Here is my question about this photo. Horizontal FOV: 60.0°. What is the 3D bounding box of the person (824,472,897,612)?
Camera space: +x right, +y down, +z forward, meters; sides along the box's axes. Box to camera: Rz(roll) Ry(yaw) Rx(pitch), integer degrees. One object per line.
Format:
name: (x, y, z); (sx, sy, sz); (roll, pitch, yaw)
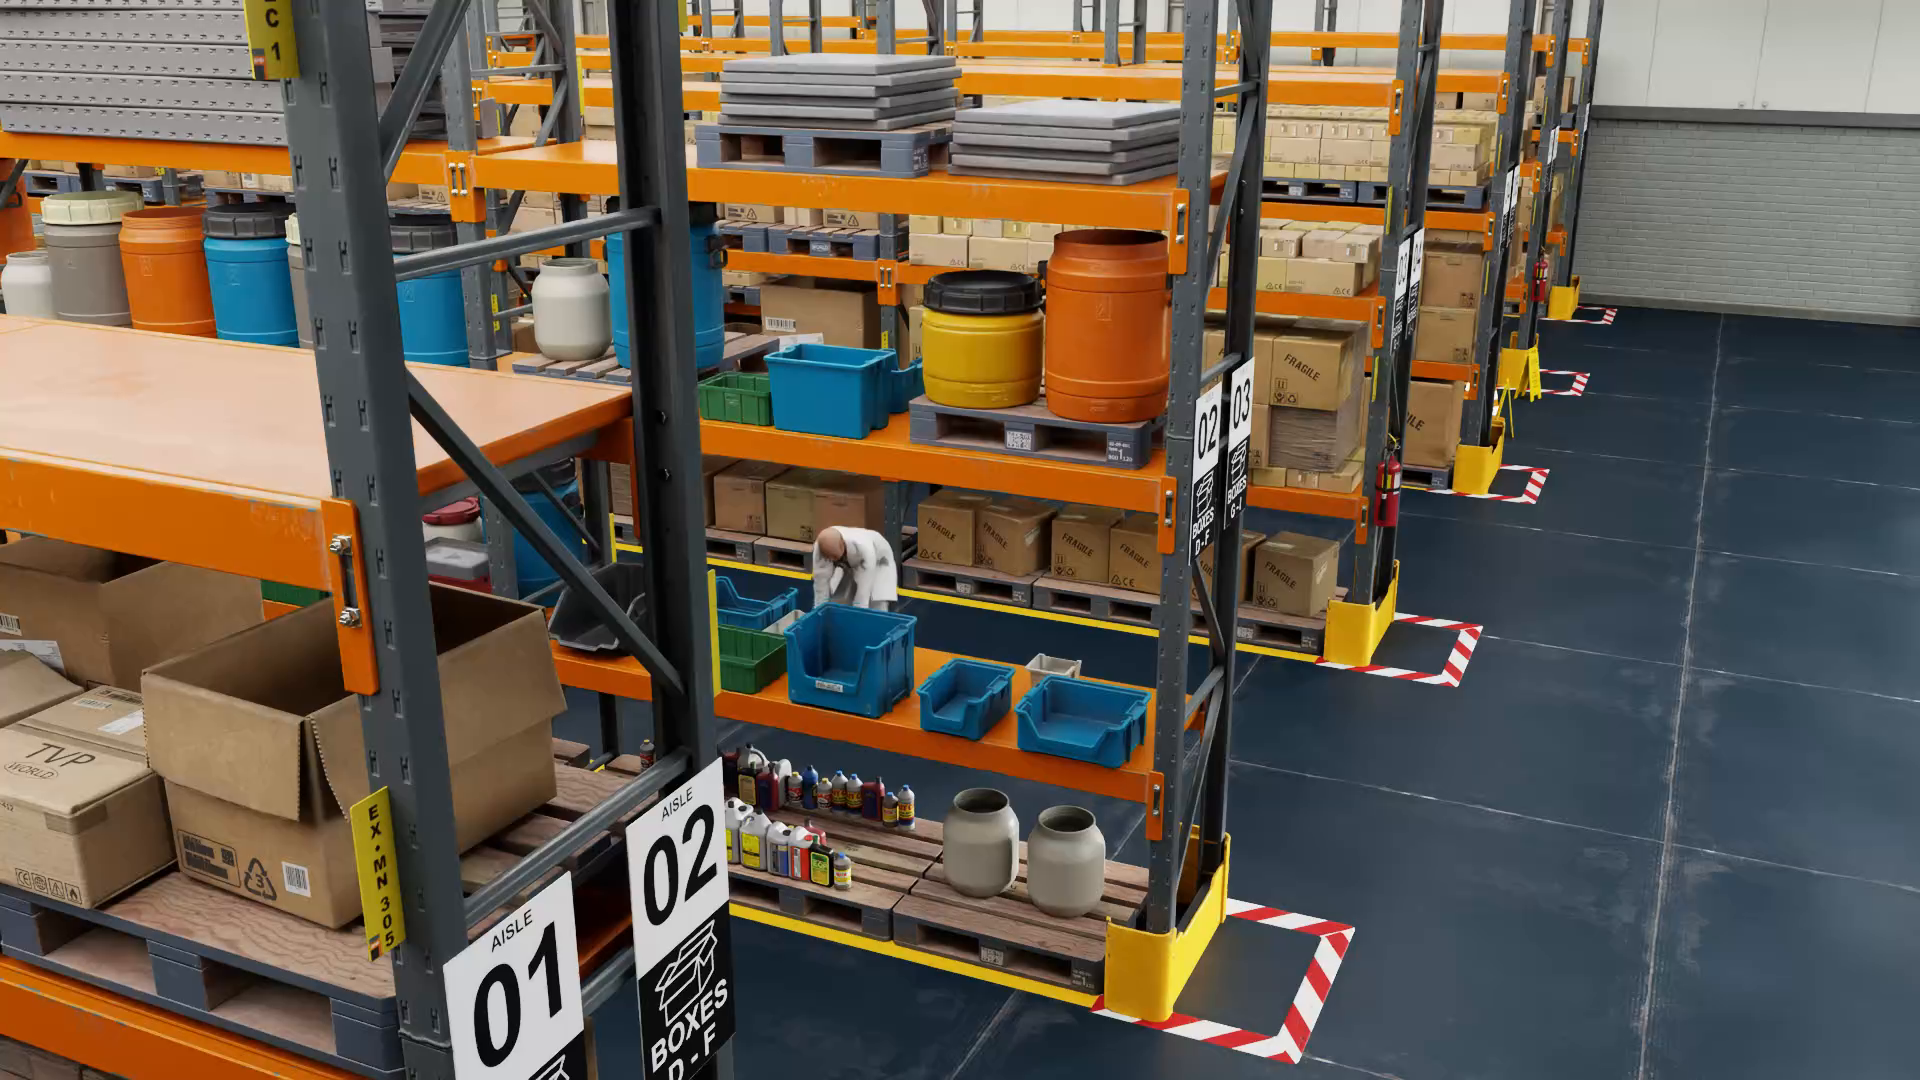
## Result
person: (-0.747, 0.316, 12.190); (0.530, 1.575, 0.591); (8, 20, 22)
